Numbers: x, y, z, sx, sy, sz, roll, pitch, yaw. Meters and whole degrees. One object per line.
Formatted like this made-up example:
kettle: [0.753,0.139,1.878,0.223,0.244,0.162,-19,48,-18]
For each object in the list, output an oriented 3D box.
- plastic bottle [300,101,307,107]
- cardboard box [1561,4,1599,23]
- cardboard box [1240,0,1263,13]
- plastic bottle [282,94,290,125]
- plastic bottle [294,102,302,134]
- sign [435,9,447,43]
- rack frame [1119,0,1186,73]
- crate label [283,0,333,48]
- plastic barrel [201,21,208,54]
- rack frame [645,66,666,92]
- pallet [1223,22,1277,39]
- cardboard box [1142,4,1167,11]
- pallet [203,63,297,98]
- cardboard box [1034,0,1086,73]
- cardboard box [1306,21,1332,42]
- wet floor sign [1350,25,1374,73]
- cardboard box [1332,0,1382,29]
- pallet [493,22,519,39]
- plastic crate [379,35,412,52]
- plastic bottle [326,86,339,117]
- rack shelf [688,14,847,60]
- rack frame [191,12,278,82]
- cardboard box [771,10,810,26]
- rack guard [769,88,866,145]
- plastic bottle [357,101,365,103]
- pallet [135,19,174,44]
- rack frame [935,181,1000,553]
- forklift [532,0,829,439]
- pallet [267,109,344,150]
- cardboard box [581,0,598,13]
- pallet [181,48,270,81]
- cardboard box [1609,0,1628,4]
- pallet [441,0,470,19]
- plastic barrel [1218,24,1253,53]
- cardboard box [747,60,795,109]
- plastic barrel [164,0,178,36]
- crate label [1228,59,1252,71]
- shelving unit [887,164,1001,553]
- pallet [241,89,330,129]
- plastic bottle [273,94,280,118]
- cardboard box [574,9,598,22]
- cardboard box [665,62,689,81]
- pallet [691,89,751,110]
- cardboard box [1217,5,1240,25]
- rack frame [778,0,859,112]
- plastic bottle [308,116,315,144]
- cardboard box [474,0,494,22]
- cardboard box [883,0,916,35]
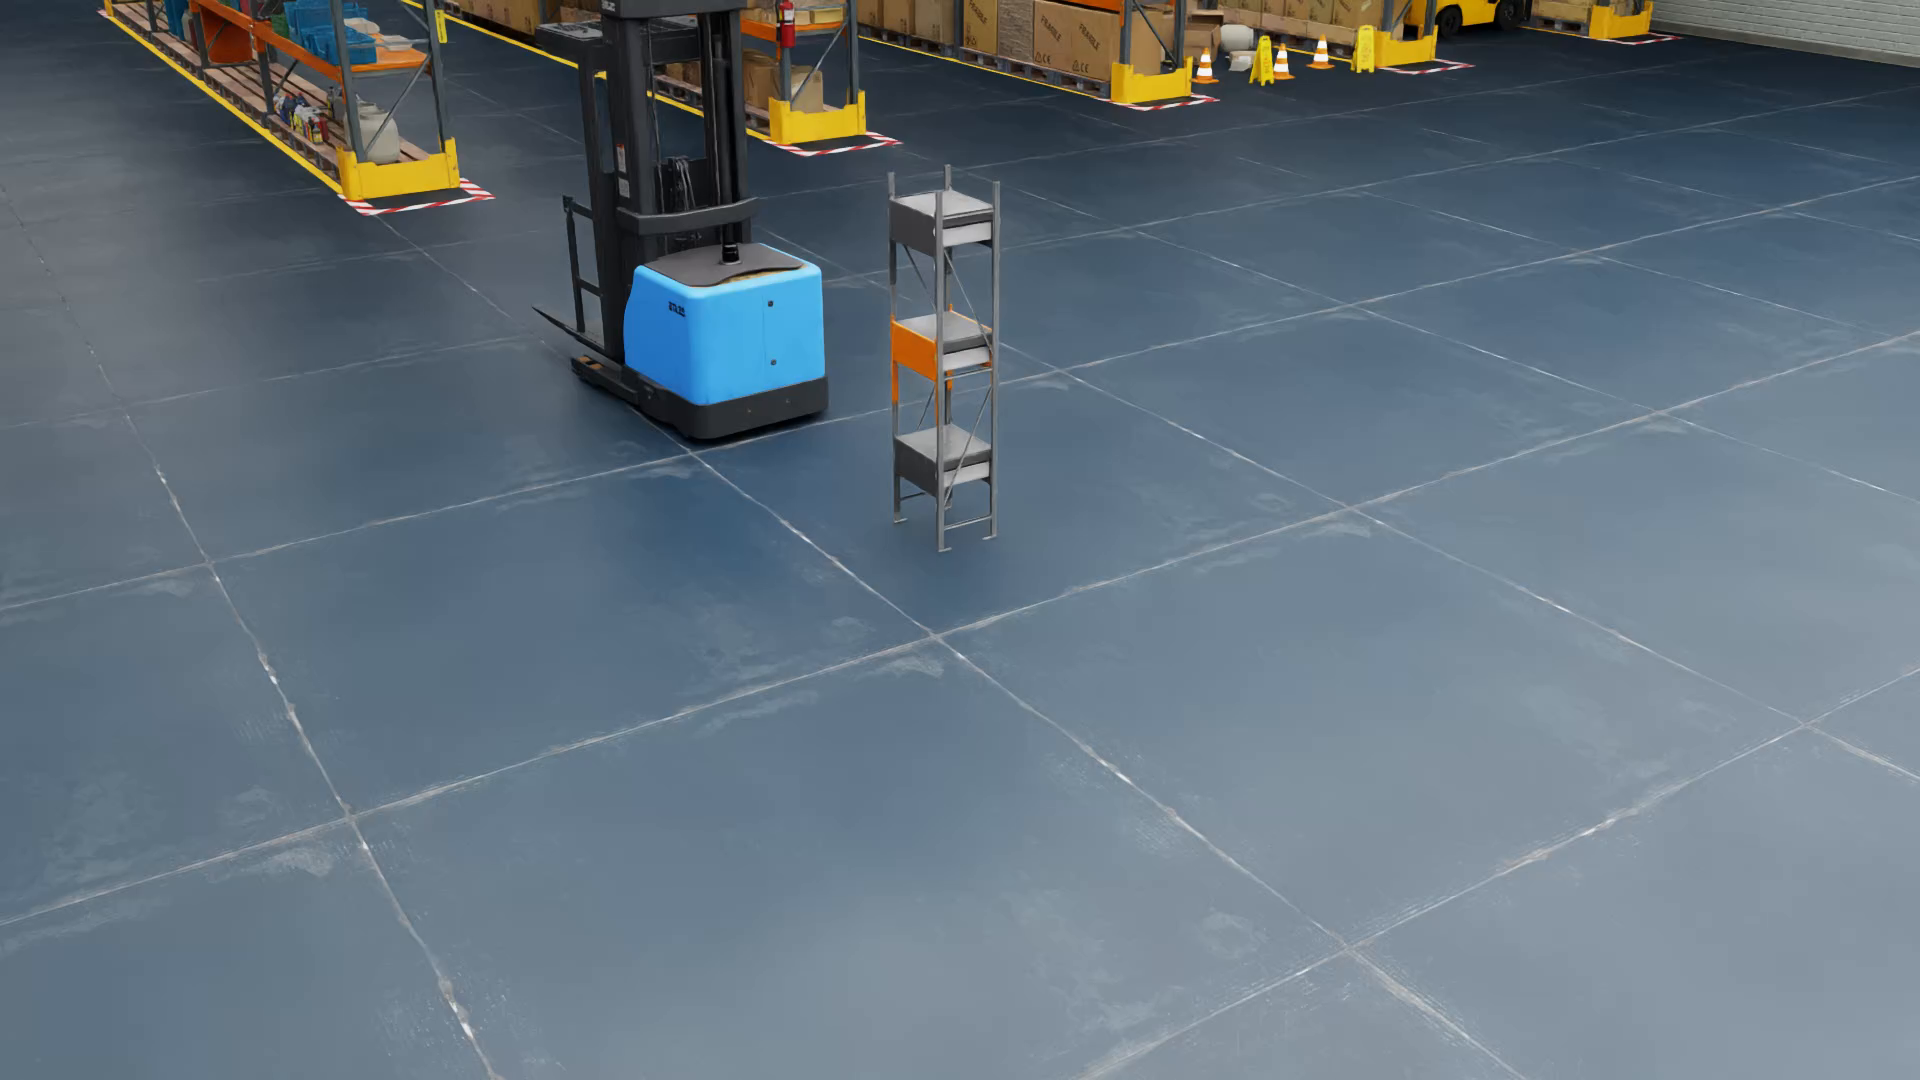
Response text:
plastic bottle: [-7.721,-5.020,19.551,0.097,0.271,0.097,0,25,0]
cardboard box: [10.278,-8.696,27.386,0.500,0.250,0.500,-15,29,-29]
cardboard box: [4.857,-8.751,26.624,0.500,0.500,0.500,-14,29,-28]
plastic bottle: [-7.901,-5.080,19.584,0.144,0.351,0.185,-15,29,-28]
plastic bottle: [-7.566,-4.860,19.119,0.144,0.351,0.185,-16,30,-30]
sign: [-5.347,-5.285,17.108,0.100,0.325,0.005,-16,29,-30]
rack frame: [2.550,-7.307,21.716,1.000,3.000,0.127,-16,29,-30]
crate label: [-7.042,-5.645,18.152,0.502,0.435,0.616,-16,29,-30]
plastic barrel: [-10.842,-7.312,24.147,0.421,0.512,0.421,0,25,0]
rack frame: [-3.844,-7.618,22.374,1.000,3.000,0.127,-16,29,-30]
pallet: [4.855,-8.435,27.370,1.003,0.211,1.213,-16,29,-30]
cardboard box: [2.984,-8.714,26.737,0.500,0.500,0.500,-16,29,-30]
pallet: [-9.787,-6.348,22.949,1.003,0.211,1.213,-16,29,-30]
cardboard box: [1.643,-7.078,23.226,0.875,0.875,0.875,-16,30,-30]
cardboard box: [5.700,-7.857,25.609,0.500,0.250,0.500,-15,29,-29]
wet floor sign: [5.850,-7.115,24.066,0.267,0.644,0.232,-6,26,-12]
cardboard box: [5.987,-8.009,25.051,0.500,0.500,0.500,-15,29,-29]
pallet: [-7.057,-8.524,27.558,1.003,0.211,1.213,-16,29,-30]
plastic crate: [-6.029,-5.309,17.792,0.298,0.136,0.250,-16,29,-30]
plastic bottle: [-7.522,-5.268,19.984,0.144,0.351,0.185,-16,29,-30]
rack shelf: [-2.752,-6.578,21.013,1.077,0.370,4.000,-16,29,-30]
rack frame: [-10.178,-7.895,22.960,1.000,3.000,0.127,-16,29,-30]
cardboard box: [-1.989,-6.128,19.511,0.380,0.149,0.250,-16,29,-30]
rack guard: [-1.702,-5.084,19.935,1.175,0.500,0.348,-16,29,-30]
plastic bottle: [-7.035,-5.025,19.556,0.152,0.276,0.135,-15,29,-29]
pallet: [-12.795,-8.319,27.124,1.003,0.211,1.213,-16,29,-30]
rack frame: [0.043,-0.921,9.242,0.400,2.100,0.015,-16,29,-30]
forklift: [-2.206,-2.557,11.732,1.130,2.935,3.031,-18,31,-33]
pallet: [-7.662,-4.953,19.995,1.003,0.211,1.213,-16,29,-30]
cardboard box: [-5.339,-8.037,24.795,0.500,0.250,0.500,-12,28,-24]
pallet: [-10.643,-6.906,24.132,1.003,0.211,1.213,-16,29,-30]
cardboard box: [10.717,-9.044,27.538,0.500,0.250,0.500,-15,29,-29]
pallet: [-8.561,-9.509,29.646,1.003,0.211,1.213,-16,29,-30]
plastic barrel: [4.246,-7.718,25.603,0.512,0.421,0.421,3,25,6]
cardboard box: [-2.343,-5.680,20.705,0.500,0.500,0.500,-8,26,-16]
plastic barrel: [-12.079,-8.368,25.928,0.600,0.901,0.708,-16,29,-30]
crate label: [4.101,-6.942,24.295,0.298,0.136,0.250,12,28,24]
shelving unit: [-0.090,-1.009,9.427,0.431,2.100,0.503,-16,29,-30]
pallet: [-8.455,-5.475,21.100,1.003,0.211,1.213,-16,29,-30]
plastic bottle: [-8.187,-5.213,19.960,0.097,0.271,0.097,0,25,0]
cardboard box: [-5.332,-7.687,24.933,0.700,0.500,0.500,-18,31,-34]
cardboard box: [-3.659,-6.526,22.495,0.500,0.500,0.500,-17,30,-31]
pallet: [-2.778,-5.689,21.553,1.003,0.211,1.213,-16,29,-30]
cardboard box: [4.555,-8.600,27.184,0.500,0.250,0.500,-17,30,-32]
rack frame: [-1.661,-6.188,19.344,1.000,3.000,0.127,-16,29,-30]
plastic bottle: [-7.259,-4.596,18.639,0.061,0.283,0.133,-15,29,-28]
cardboard box: [-7.357,-9.165,27.648,1.225,0.875,0.875,-17,30,-31]
cardboard box: [-0.571,-8.458,26.296,1.050,0.750,0.750,-16,29,-30]
